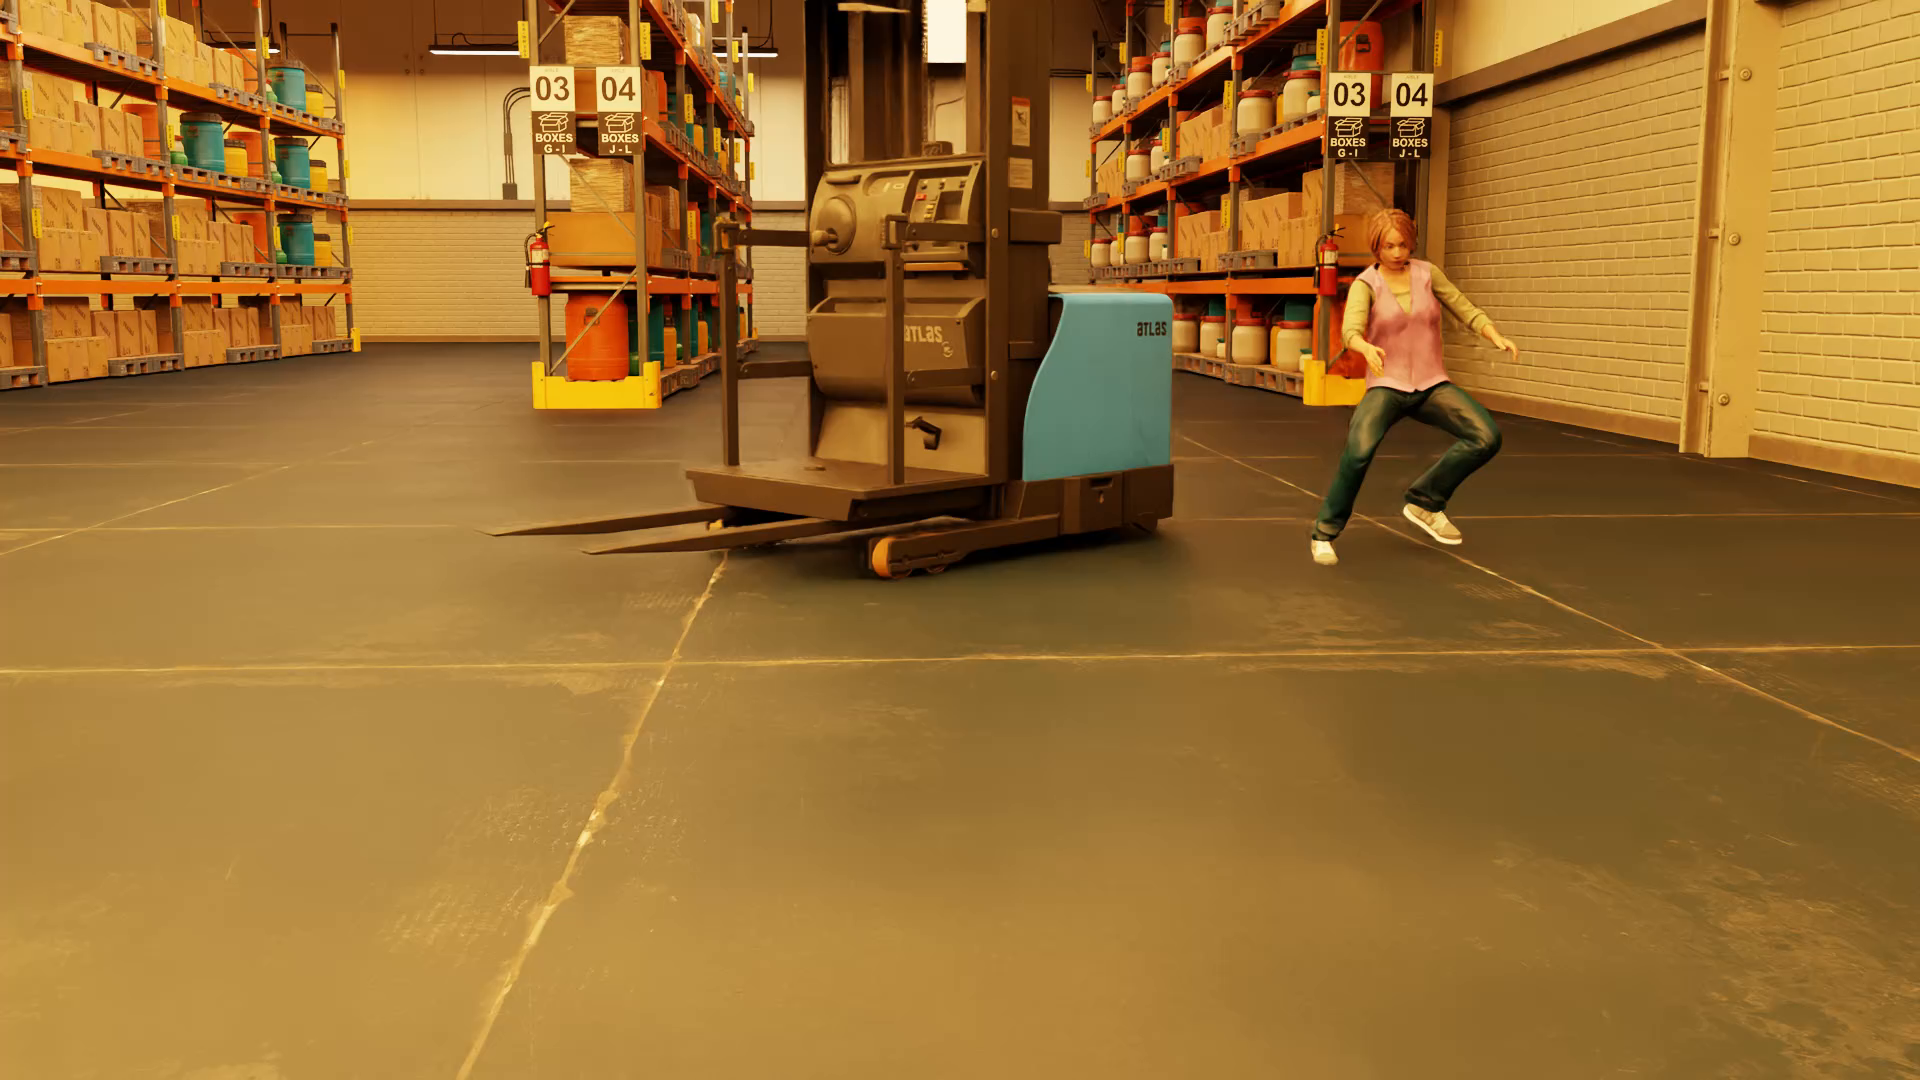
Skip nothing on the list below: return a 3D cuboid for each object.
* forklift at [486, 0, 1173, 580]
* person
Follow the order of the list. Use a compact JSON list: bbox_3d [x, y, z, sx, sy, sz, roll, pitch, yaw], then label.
[{"bbox_3d":[-0.417,-1.382,6.638,1.130,2.935,3.031,8,12,43],"label":"forklift"},{"bbox_3d":[1.805,-0.595,6.632,0.752,1.443,0.679,0,8,-1],"label":"person"}]
